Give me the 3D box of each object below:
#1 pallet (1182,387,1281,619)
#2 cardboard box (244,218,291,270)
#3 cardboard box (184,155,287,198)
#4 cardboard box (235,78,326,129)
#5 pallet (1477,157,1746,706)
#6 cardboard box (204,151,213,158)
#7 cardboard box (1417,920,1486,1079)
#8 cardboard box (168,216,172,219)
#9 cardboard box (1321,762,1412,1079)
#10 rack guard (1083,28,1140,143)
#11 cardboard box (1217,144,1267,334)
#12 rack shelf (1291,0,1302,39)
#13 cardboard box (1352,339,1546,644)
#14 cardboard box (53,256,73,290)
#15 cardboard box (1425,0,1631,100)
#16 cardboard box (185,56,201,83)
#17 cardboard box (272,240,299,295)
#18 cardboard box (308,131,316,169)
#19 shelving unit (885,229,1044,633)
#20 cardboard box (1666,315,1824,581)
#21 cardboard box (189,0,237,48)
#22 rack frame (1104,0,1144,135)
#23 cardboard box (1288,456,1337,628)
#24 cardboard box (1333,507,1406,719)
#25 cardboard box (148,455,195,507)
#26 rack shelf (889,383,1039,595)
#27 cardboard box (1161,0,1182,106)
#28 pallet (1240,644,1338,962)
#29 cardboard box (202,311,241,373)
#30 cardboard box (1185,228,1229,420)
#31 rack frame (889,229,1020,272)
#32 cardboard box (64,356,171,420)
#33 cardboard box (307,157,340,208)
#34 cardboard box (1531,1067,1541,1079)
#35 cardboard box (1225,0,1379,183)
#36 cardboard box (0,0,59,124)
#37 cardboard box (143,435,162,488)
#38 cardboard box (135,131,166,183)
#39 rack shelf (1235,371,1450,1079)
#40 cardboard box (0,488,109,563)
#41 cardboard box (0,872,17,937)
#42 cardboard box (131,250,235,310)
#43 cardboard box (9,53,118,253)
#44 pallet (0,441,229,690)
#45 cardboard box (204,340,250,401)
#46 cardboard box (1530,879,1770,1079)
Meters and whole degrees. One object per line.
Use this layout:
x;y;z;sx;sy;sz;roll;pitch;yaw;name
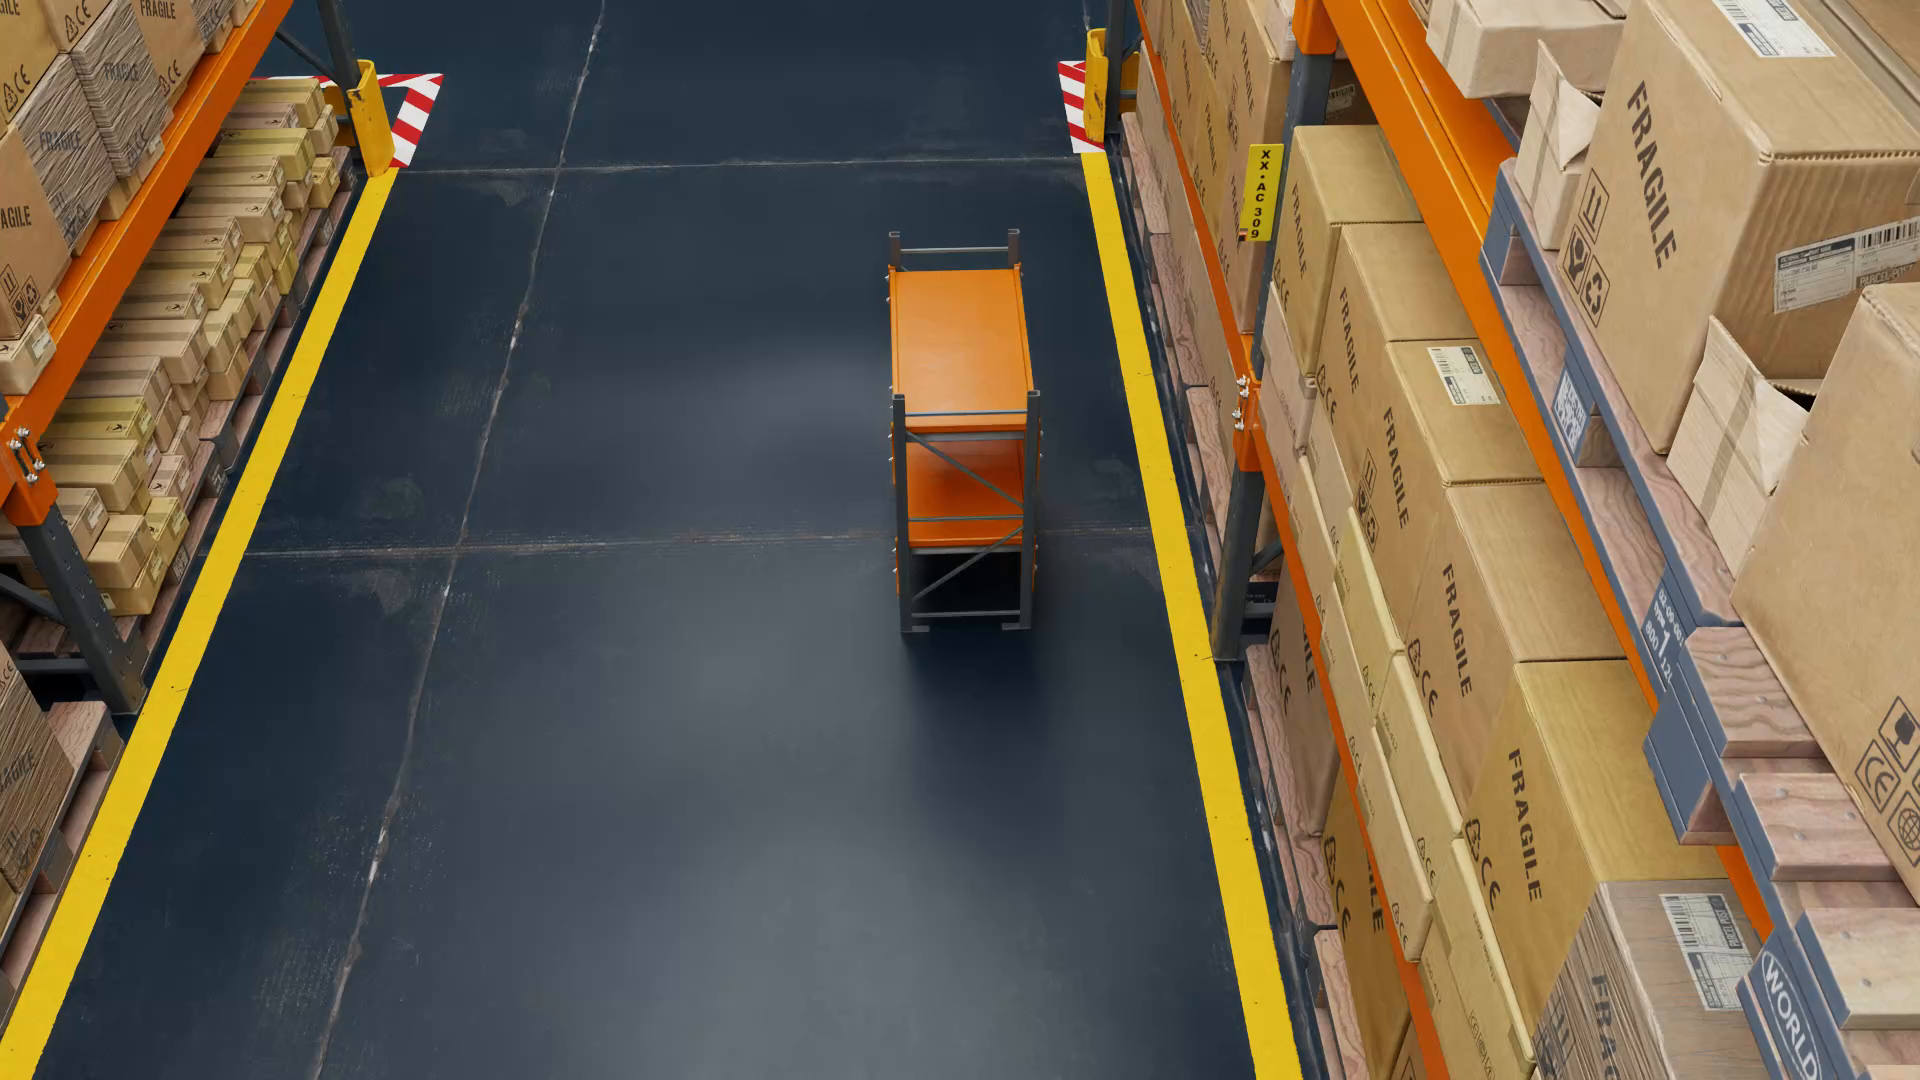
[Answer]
1.496;-0.188;6.799;1.003;0.211;1.213;-2;43;-2;pallet
-3.295;-1.356;7.589;0.380;0.149;0.250;-1;43;-1;cardboard box
-3.347;-1.645;7.683;0.380;0.149;0.250;-3;43;-4;cardboard box
-3.386;-2.164;8.250;0.380;0.149;0.250;-1;43;-1;cardboard box
1.489;-0.224;2.695;1.003;0.211;1.213;0;43;0;pallet
-3.895;-2.043;8.338;0.380;0.149;0.250;0;43;0;cardboard box
1.296;1.036;3.511;0.500;0.250;0.500;-2;43;-2;cardboard box
-3.947;-1.414;7.872;0.380;0.149;0.250;-1;43;-1;cardboard box
1.602;0.954;4.751;0.875;0.875;0.875;-1;43;-1;cardboard box
1.279;-2.496;9.103;1.175;0.500;0.348;-2;43;-2;rack guard
1.175;-1.043;5.594;0.500;0.500;0.500;-1;43;-1;cardboard box
1.365;-2.891;5.997;1.077;0.370;4.000;-2;43;-2;rack shelf
1.250;-0.120;3.847;0.500;0.500;0.500;-3;43;-3;cardboard box
-3.325;-0.949;5.752;0.380;0.149;0.250;-3;43;-4;cardboard box
1.154;-1.011;3.275;0.380;0.166;0.250;-4;43;-5;cardboard box
-3.398;-2.014;6.913;0.380;0.149;0.250;-3;43;-4;cardboard box
-3.296;-1.257;7.701;0.380;0.149;0.250;-3;43;-4;cardboard box
-3.396;-1.878;8.158;0.380;0.149;0.250;-3;43;-3;cardboard box
0.000;-0.419;6.375;0.538;1.125;1.048;-2;43;-2;shelving unit
1.212;-0.131;2.242;0.396;0.266;0.258;-3;43;-3;cardboard box
-3.337;-2.352;6.801;0.500;0.500;0.500;-2;43;-2;cardboard box
1.280;-3.401;8.241;1.000;3.000;0.127;-2;43;-2;rack frame
1.228;0.009;4.632;0.500;0.250;0.500;-3;43;-3;cardboard box
1.232;0.168;4.088;0.500;0.250;0.500;-1;43;-1;cardboard box
-3.260;-0.195;6.542;0.380;0.149;0.250;-2;43;-2;cardboard box
0.000;-0.239;6.540;0.538;0.278;1.000;-2;43;-2;rack shelf
1.104;-2.083;6.729;0.500;0.500;0.500;0;43;0;cardboard box
1.558;0.846;5.671;1.003;0.211;1.213;-2;43;-2;pallet
-3.278;-0.830;7.015;0.380;0.149;0.250;-2;43;-2;cardboard box
1.492;-0.942;7.144;0.875;0.438;0.875;-3;43;-3;cardboard box
-0.022;-0.762;6.749;0.500;1.125;0.032;-2;43;-2;rack frame
-3.345;-0.584;6.527;0.380;0.149;0.250;-3;43;-3;cardboard box
-3.318;-1.775;8.265;0.380;0.149;0.250;0;43;0;cardboard box
1.320;1.205;2.957;0.500;0.250;0.500;-3;43;-3;cardboard box
1.154;-1.417;5.262;0.500;0.500;0.500;-2;43;-2;cardboard box
-3.304;-1.667;5.314;0.500;0.500;0.500;-3;43;-3;cardboard box
-3.334;-0.290;6.425;0.380;0.149;0.250;-2;43;-2;cardboard box
-3.281;-1.486;6.337;0.380;0.149;0.250;0;43;0;cardboard box
1.535;0.915;4.065;1.077;0.370;4.000;-2;43;-2;rack shelf
-3.299;-0.052;5.946;0.380;0.149;0.250;0;43;0;cardboard box
-3.187;1.115;4.853;0.500;0.500;0.500;-3;43;-3;cardboard box
-3.340;-1.108;7.098;0.380;0.149;0.250;-1;43;-2;cardboard box
-3.289;-1.312;5.668;0.500;0.500;0.500;-2;43;-2;cardboard box
-3.555;0.085;6.501;1.003;0.211;1.213;-2;43;-2;pallet
-3.281;-0.724;7.119;0.380;0.149;0.250;-3;43;-3;cardboard box
1.307;0.907;2.727;0.500;0.500;0.500;-1;43;-1;cardboard box
